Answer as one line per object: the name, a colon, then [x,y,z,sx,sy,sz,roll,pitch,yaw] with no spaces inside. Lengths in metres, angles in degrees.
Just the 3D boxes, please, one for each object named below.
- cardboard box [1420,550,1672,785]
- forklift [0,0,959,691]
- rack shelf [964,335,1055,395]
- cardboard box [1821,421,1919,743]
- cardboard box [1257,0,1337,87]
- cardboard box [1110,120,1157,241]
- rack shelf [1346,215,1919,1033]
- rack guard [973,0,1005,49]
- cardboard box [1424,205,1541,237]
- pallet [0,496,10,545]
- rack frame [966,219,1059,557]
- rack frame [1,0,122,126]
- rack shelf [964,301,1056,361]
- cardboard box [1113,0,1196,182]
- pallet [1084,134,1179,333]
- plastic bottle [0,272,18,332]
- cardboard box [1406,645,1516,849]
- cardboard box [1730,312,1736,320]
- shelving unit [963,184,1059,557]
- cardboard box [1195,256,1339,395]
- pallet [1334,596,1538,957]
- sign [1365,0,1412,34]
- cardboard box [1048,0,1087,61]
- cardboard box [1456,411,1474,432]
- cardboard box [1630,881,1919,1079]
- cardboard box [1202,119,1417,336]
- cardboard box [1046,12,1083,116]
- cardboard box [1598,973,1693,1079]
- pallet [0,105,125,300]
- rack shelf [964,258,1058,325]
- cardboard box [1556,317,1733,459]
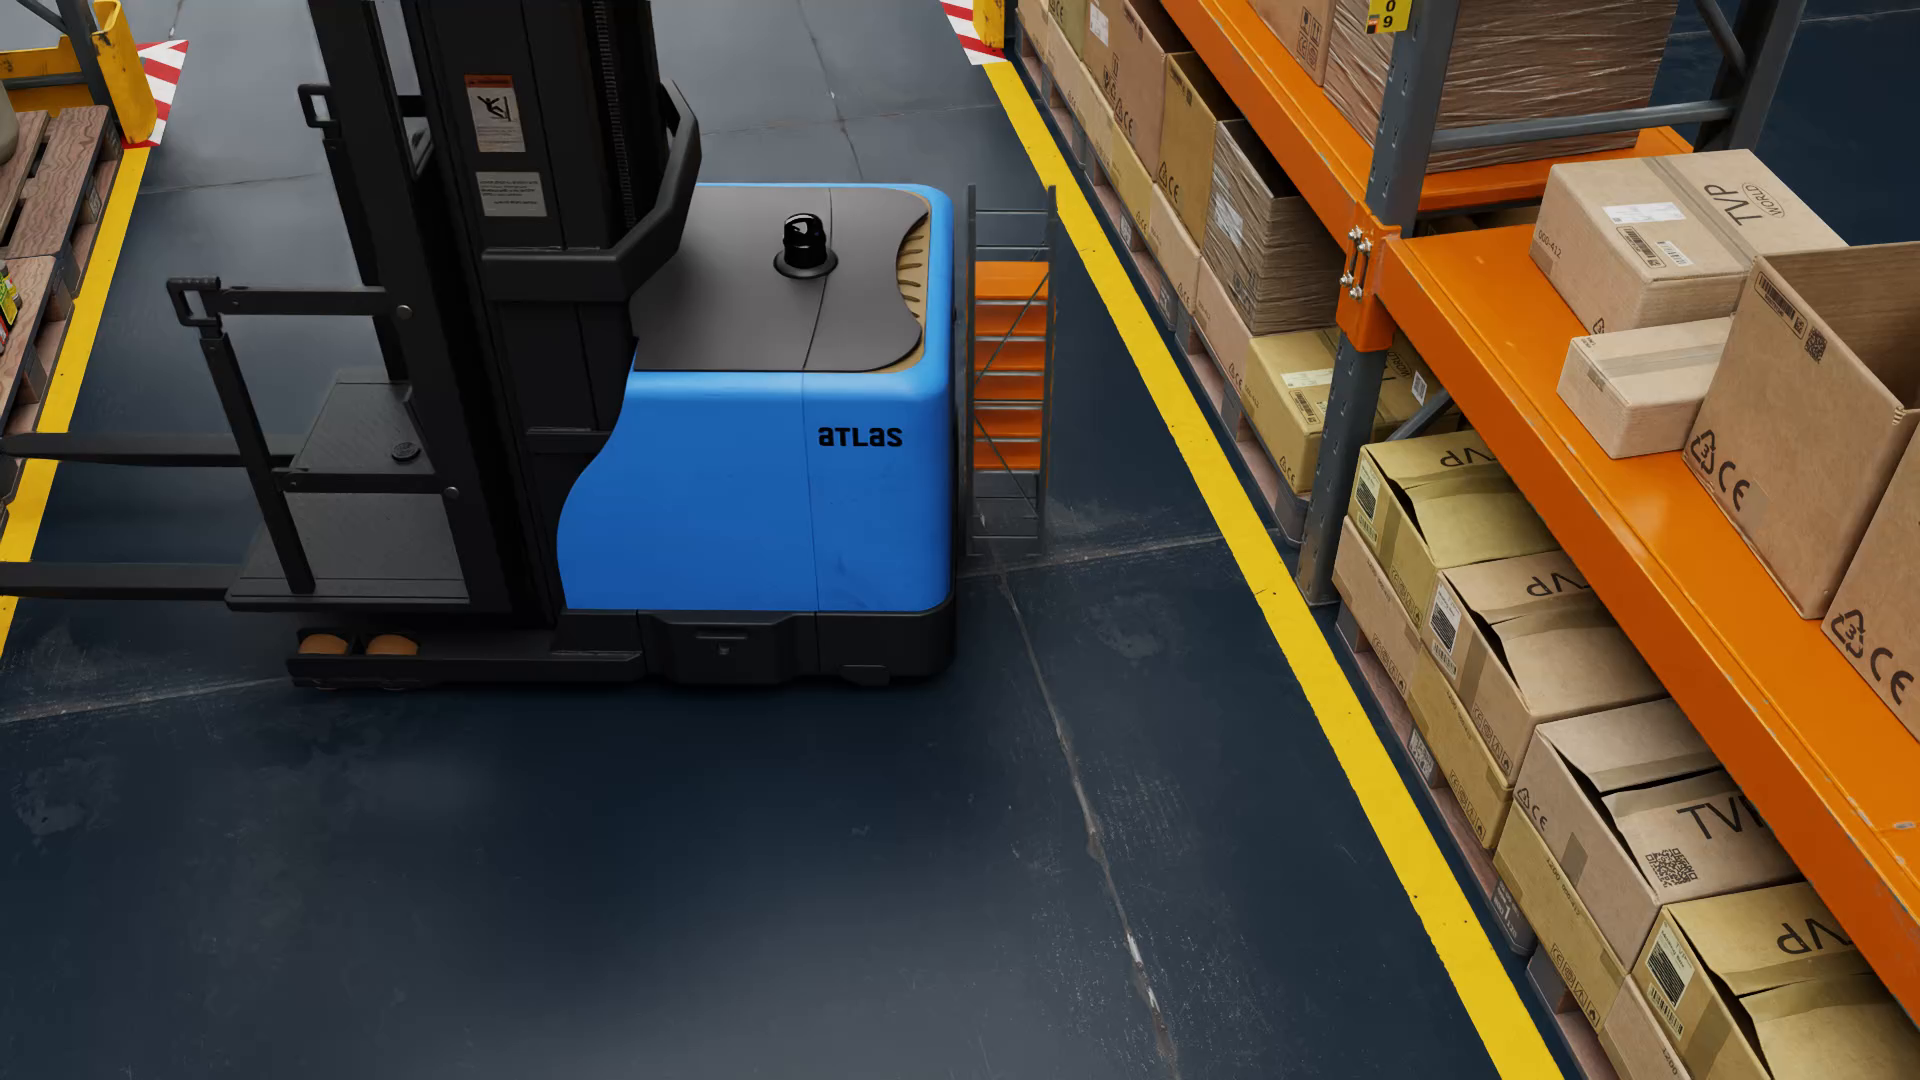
cardboard box: [1.476,0.265,4.024,0.500,0.311,0.500,-9,42,-10]
forklift: [-1.525,-1.017,4.187,3.031,2.935,1.130,0,42,1]
rack shelf: [0.141,-0.515,4.812,0.258,0.103,0.180,0,42,0]
cardboard box: [1.899,0.104,2.798,0.500,0.500,0.500,-8,42,-9]
cardboard box: [1.305,-1.690,4.819,0.700,0.500,0.500,-9,42,-10]
cardboard box: [0.884,-1.394,6.316,0.500,0.250,0.500,-8,42,-9]
rack shelf: [1.959,0.541,2.923,1.077,0.370,4.000,-8,42,-9]
rack guard: [0.658,-2.699,7.913,1.175,0.500,0.348,-8,42,-9]
cardboard box: [1.733,-0.780,5.059,0.500,0.500,0.500,-8,42,-9]
pallet: [-3.415,0.284,4.771,1.003,0.211,1.213,-8,42,-9]
rack frame: [0.140,-0.398,4.794,0.240,1.200,0.006,0,42,0]
rack frame: [-4.174,-2.910,6.269,1.000,3.000,0.127,-8,42,-9]
rack shelf: [0.141,-0.605,4.733,0.258,0.103,0.180,0,42,0]
cardboard box: [0.883,-1.675,6.067,0.500,0.500,0.500,-8,42,-9]
pallet: [1.129,-1.296,6.551,1.003,0.211,1.213,-8,42,-9]
plastic bottle: [-3.306,-0.858,5.672,0.061,0.283,0.133,-7,42,-8]
cardboard box: [1.481,0.475,4.210,0.500,0.250,0.500,-7,42,-8]
cardboard box: [1.896,-0.431,3.577,0.396,0.266,0.258,-9,42,-10]
shelving unit: [0.141,-0.459,4.863,0.258,1.200,0.189,0,42,0]
cardboard box: [1.115,-0.748,5.589,0.500,0.250,0.500,-8,42,-9]
pallet: [1.724,0.490,4.539,1.003,0.211,1.213,-8,42,-9]
sign: [0.985,-1.298,3.741,0.100,0.325,0.005,-8,42,-9]
cardboard box: [0.672,-2.324,6.798,0.500,0.500,0.500,-8,42,-9]
cardboard box: [1.723,-0.498,5.306,0.500,0.250,0.500,-8,42,-9]
cardboard box: [1.706,0.937,3.268,0.500,0.311,0.500,-7,42,-8]
cardboard box: [1.117,-1.029,5.340,0.500,0.500,0.500,-8,42,-9]
cardboard box: [0.674,-2.043,7.047,0.500,0.250,0.500,-8,42,-9]
cardboard box: [1.705,1.140,3.461,0.500,0.250,0.500,-8,42,-8]
pallet: [-3.941,-1.298,6.553,1.003,0.211,1.213,-8,42,-9]
rack shelf: [0.141,-0.695,4.653,0.258,0.103,0.180,0,42,0]
cardboard box: [1.519,-0.327,3.548,0.380,0.149,0.250,-8,42,-9]
